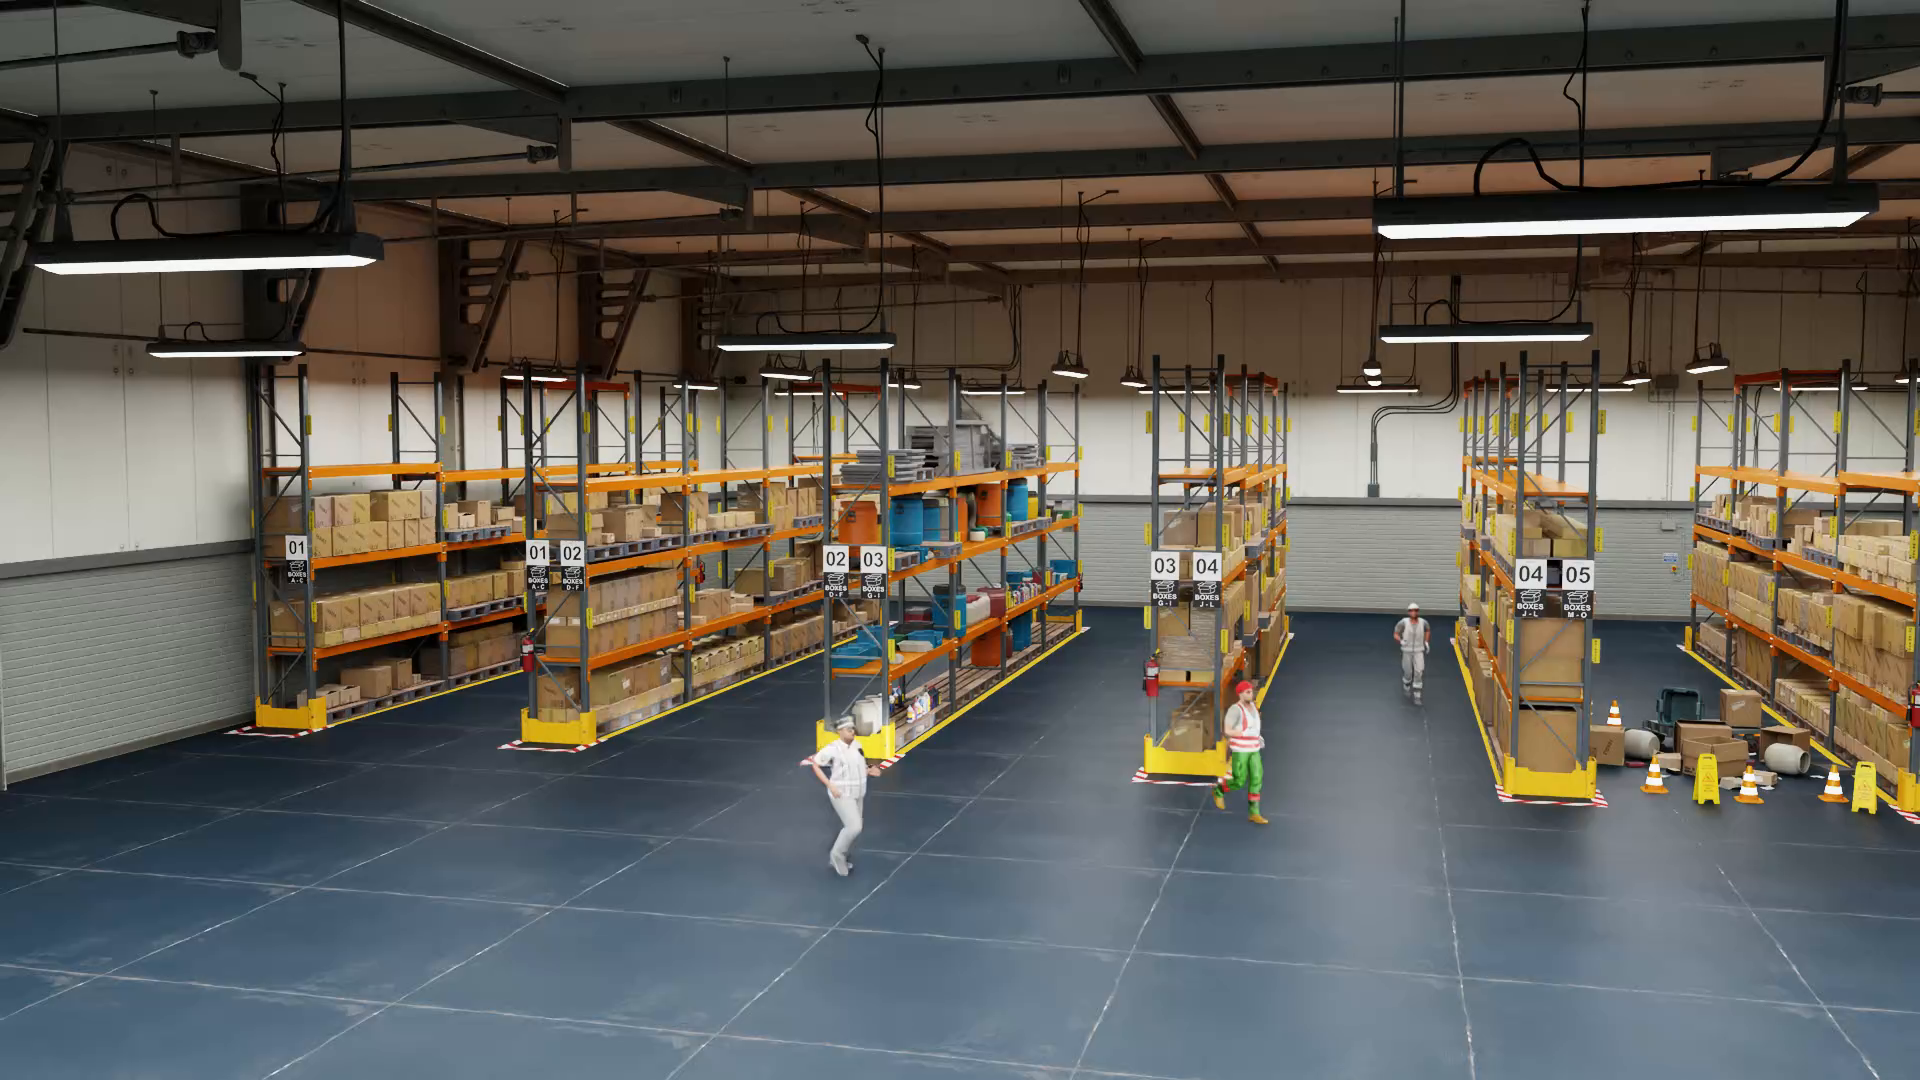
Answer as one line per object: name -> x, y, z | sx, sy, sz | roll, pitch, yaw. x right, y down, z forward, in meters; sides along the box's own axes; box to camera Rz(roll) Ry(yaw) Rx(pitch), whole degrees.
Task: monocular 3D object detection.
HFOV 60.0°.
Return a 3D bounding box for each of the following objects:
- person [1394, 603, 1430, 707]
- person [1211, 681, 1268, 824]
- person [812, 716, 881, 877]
person -> 8.145, 2.034, 29.969 | 0.658, 1.813, 0.905 | 1, 4, 9
person -> 3.570, 2.657, 21.023 | 0.657, 1.769, 0.899 | -3, 5, -37
person -> -1.218, 2.856, 18.523 | 0.677, 1.802, 0.645 | 3, 5, 35
